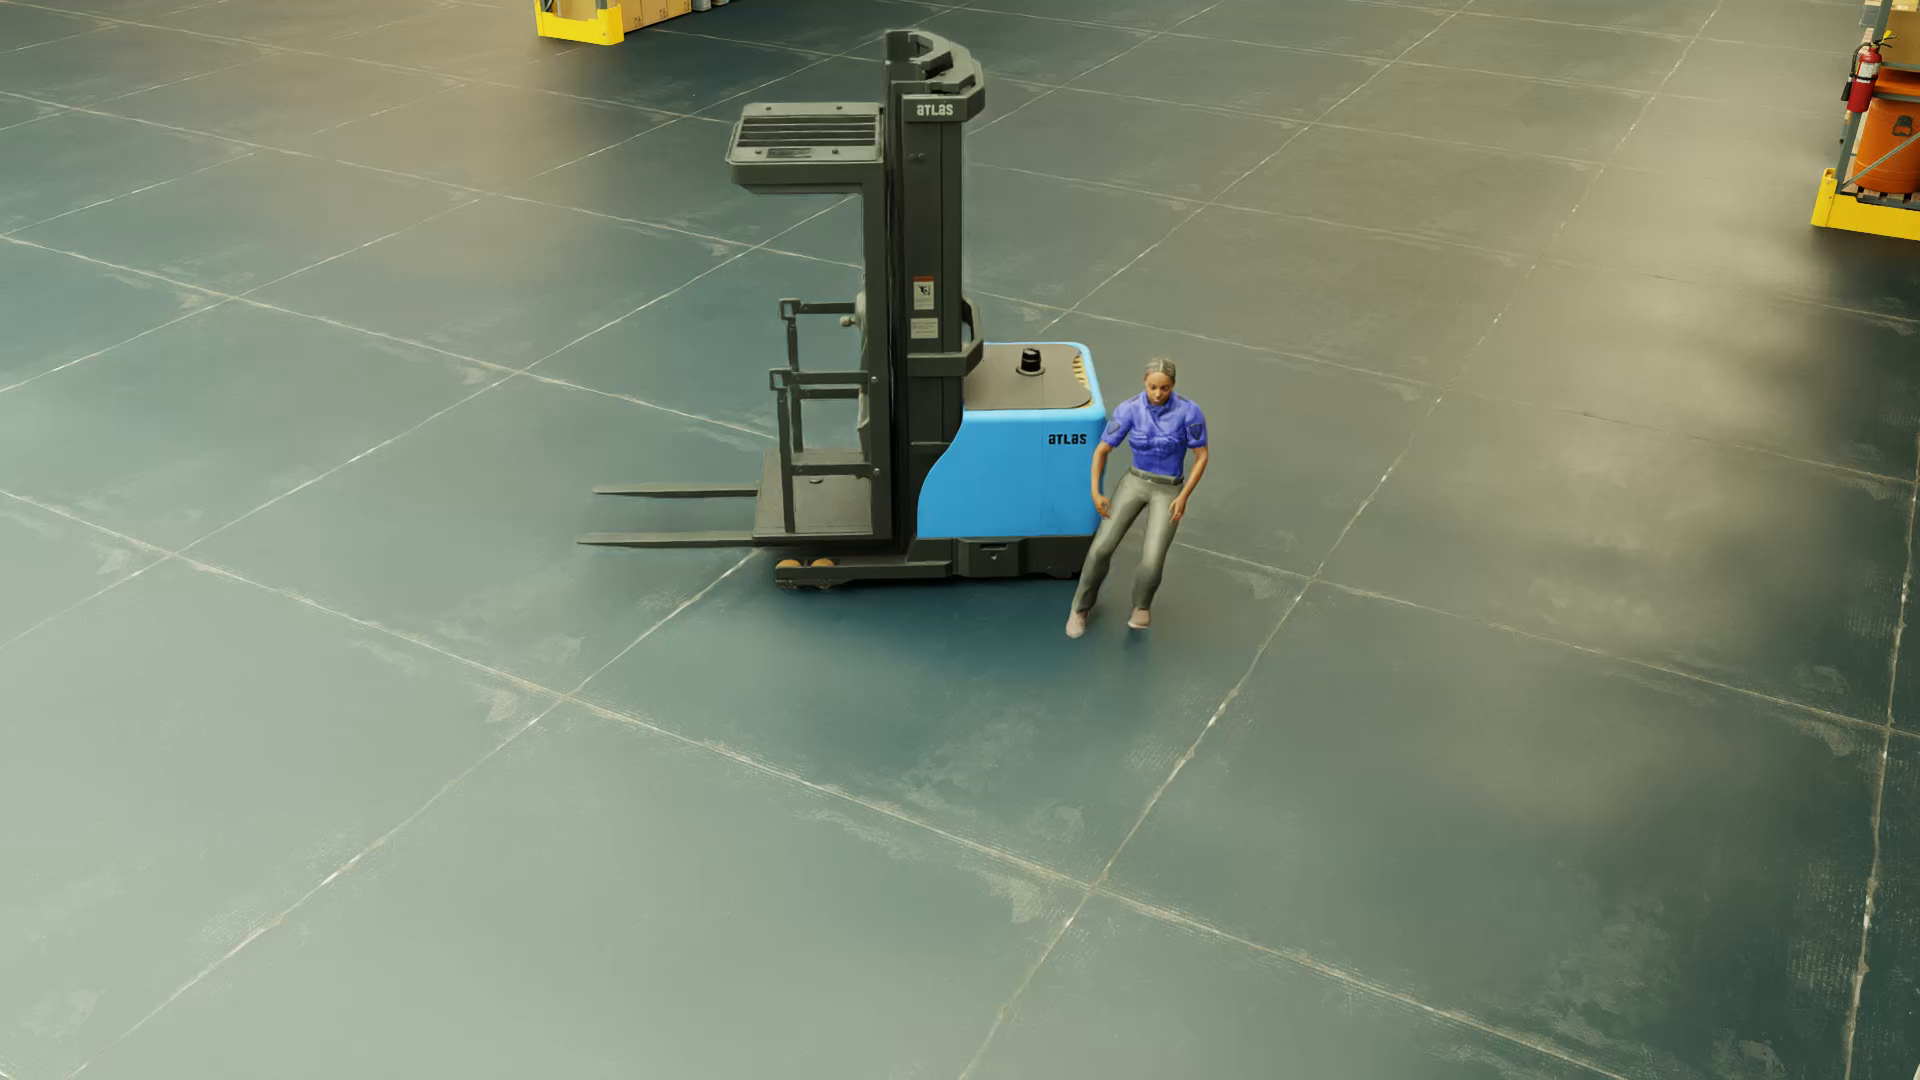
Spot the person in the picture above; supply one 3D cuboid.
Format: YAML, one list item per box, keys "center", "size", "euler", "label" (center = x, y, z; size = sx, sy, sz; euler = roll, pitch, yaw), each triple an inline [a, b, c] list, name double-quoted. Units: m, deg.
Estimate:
- center: [0.960, -0.214, 8.915]
  size: [0.681, 1.547, 0.631]
  euler: [7, 31, 11]
  label: "person"

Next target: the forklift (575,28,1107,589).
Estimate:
- center: [-0.710, -1.259, 9.252]
  size: [3.031, 2.935, 1.130]
  euler: [-1, 30, -2]
  label: "forklift"
